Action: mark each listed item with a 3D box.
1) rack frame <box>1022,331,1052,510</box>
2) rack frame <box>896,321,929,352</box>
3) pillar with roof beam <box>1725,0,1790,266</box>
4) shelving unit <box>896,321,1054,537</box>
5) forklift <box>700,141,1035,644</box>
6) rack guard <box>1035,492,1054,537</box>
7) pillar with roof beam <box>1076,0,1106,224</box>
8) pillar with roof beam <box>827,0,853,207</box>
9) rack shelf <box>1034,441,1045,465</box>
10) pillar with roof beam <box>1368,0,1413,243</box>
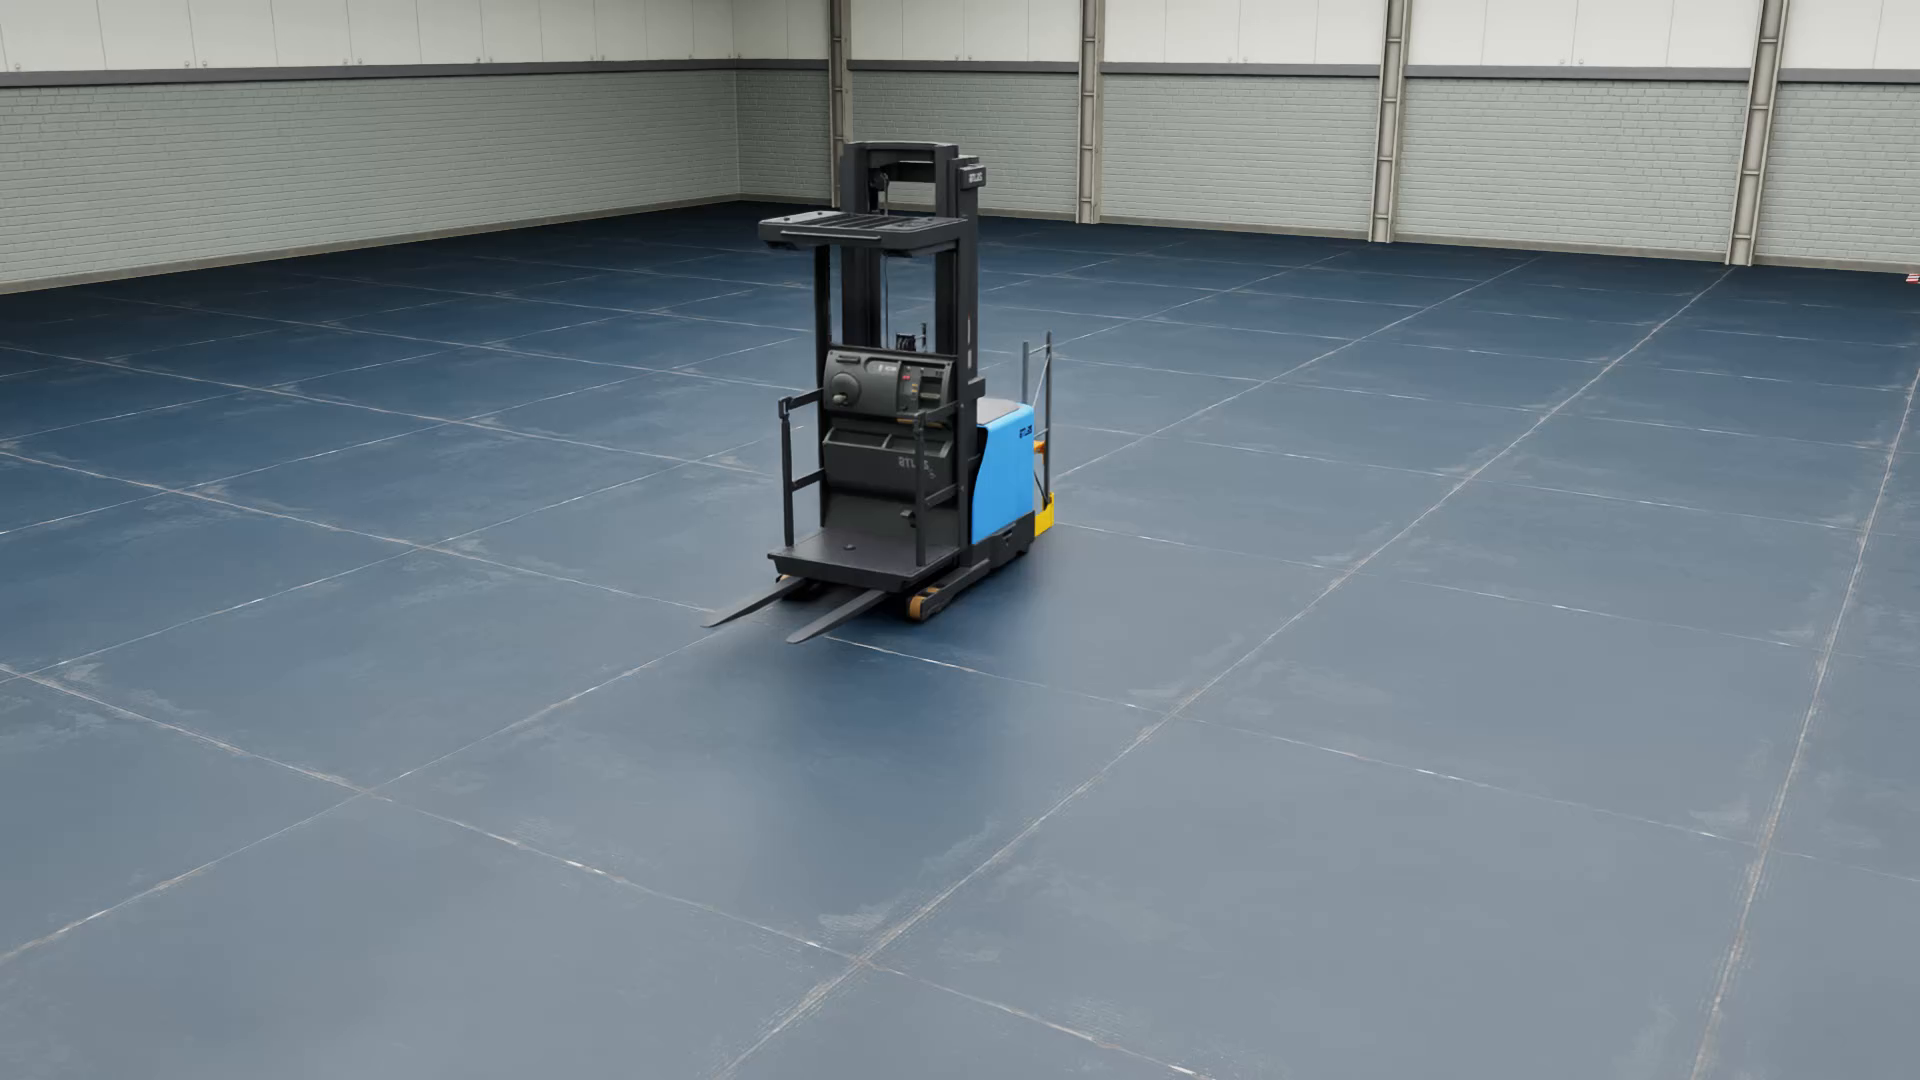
[{"bbox_3d":[0.567,-0.768,12.328,0.032,1.500,0.500,8,18,24],"label":"rack frame"},{"bbox_3d":[-0.357,-0.891,12.734,0.032,1.500,0.500,8,18,24],"label":"rack frame"},{"bbox_3d":[10.534,-7.767,22.468,0.400,9.000,9.100,10,20,30],"label":"pillar with roof beam"},{"bbox_3d":[0.113,-0.828,12.528,1.083,1.500,0.587,8,18,24],"label":"shelving unit"},{"bbox_3d":[-0.572,-1.026,10.717,1.130,2.935,3.031,8,19,26],"label":"forklift"},{"bbox_3d":[0.565,-0.170,12.510,0.087,0.250,0.587,8,18,24],"label":"rack guard"},{"bbox_3d":[0.309,-9.592,28.477,0.400,9.000,9.100,10,20,30],"label":"pillar with roof beam"},{"bbox_3d":[-4.804,-10.505,31.481,0.400,9.000,9.100,10,20,30],"label":"pillar with roof beam"},{"bbox_3d":[0.105,-0.657,12.584,1.000,0.185,0.538,8,18,24],"label":"rack shelf"},{"bbox_3d":[5.422,-8.679,25.472,0.400,9.000,9.100,10,20,30],"label":"pillar with roof beam"}]
